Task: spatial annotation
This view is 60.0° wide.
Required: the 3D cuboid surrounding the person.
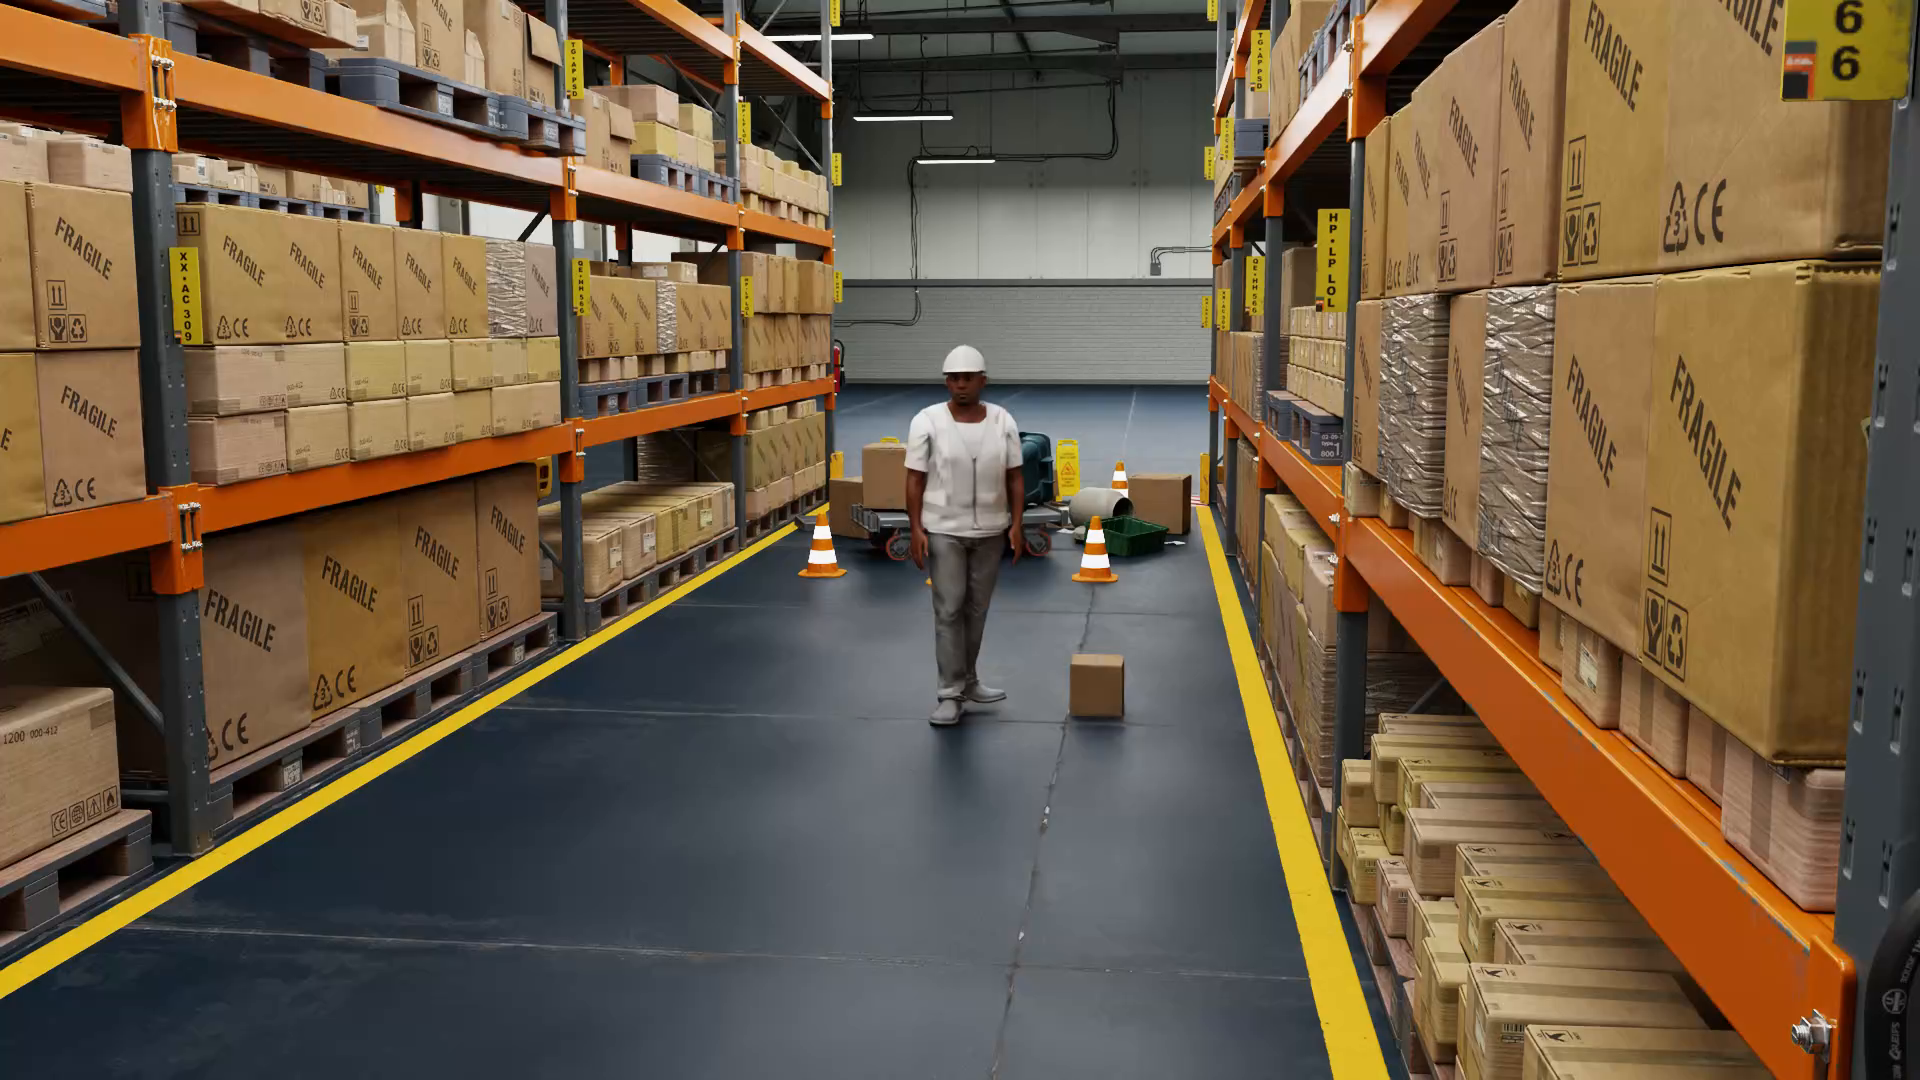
[{"bbox_3d":[-0.008,-0.022,7.884,0.585,1.757,0.571,-1,8,-8],"label":"person"}]
